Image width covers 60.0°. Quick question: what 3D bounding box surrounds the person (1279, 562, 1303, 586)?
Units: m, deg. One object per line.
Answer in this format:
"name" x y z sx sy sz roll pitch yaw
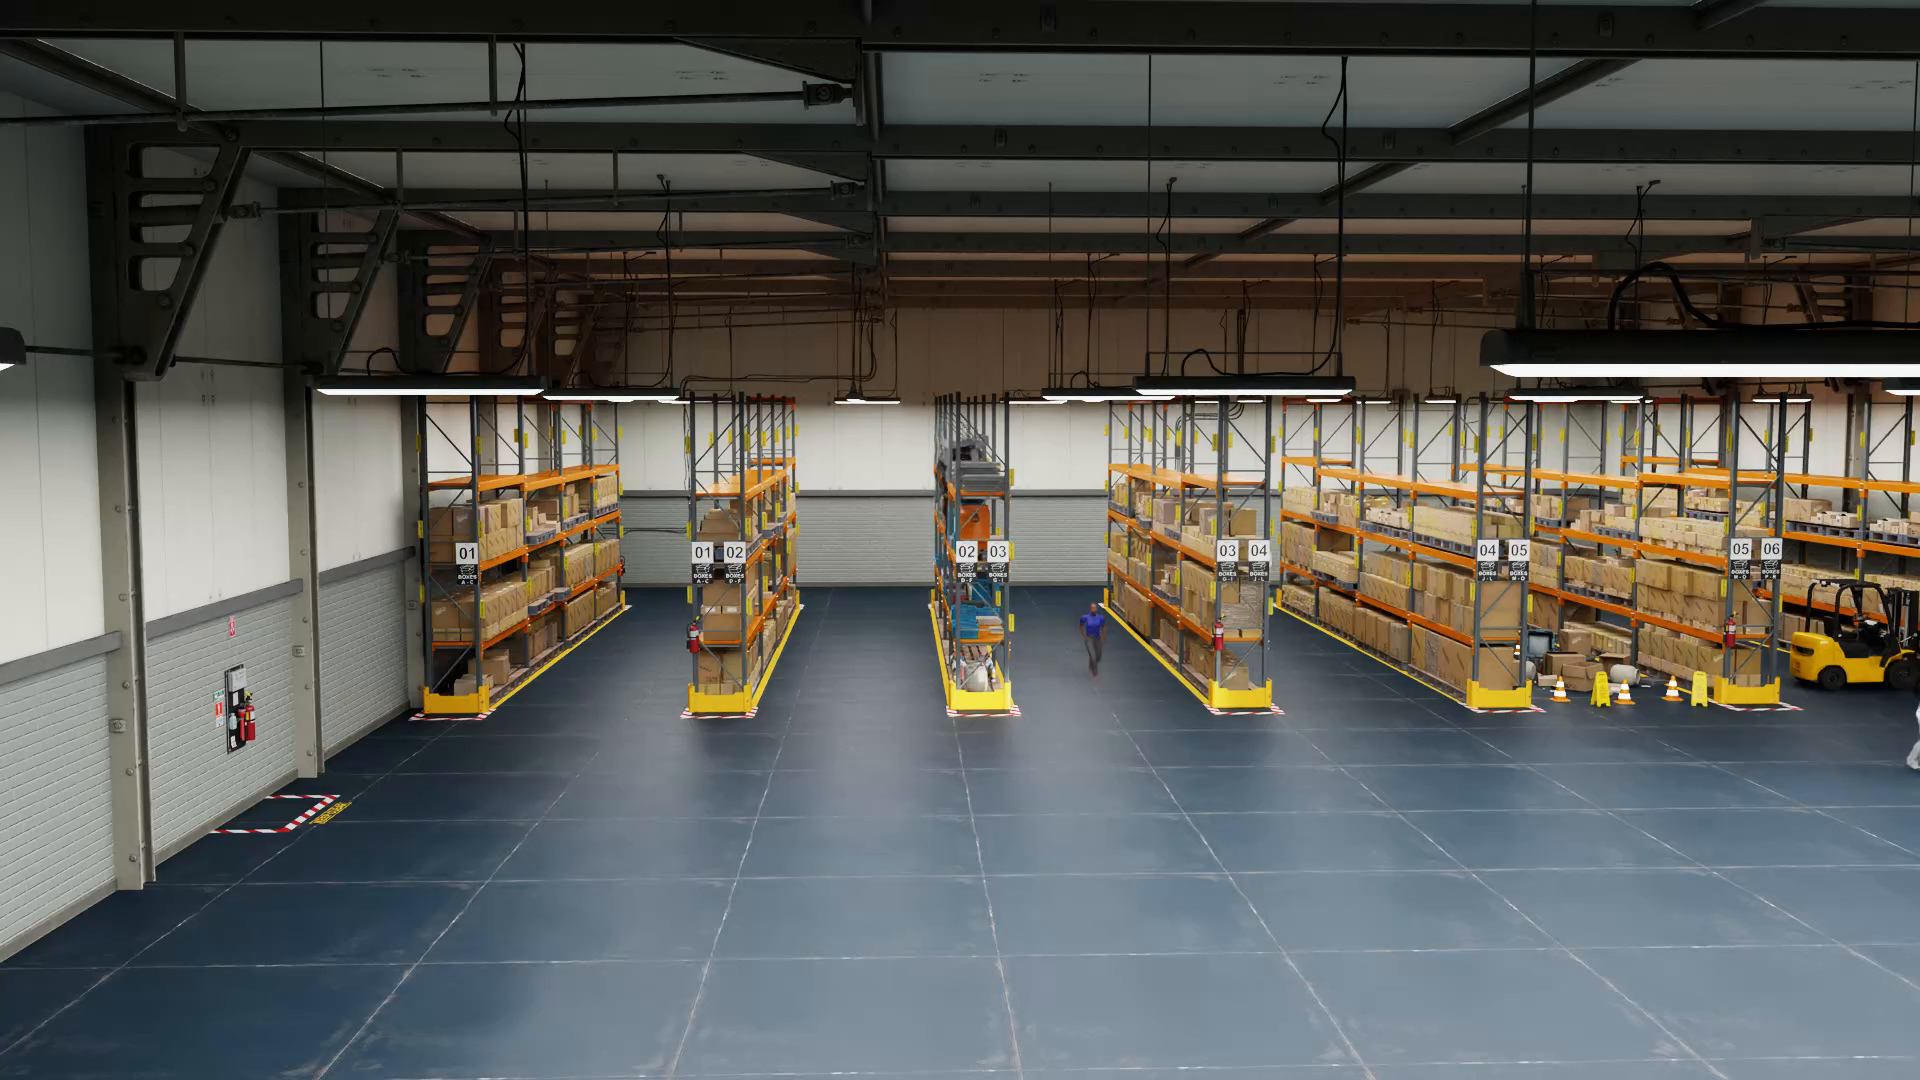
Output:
"person" 9.853 0.893 49.213 1.007 1.765 0.709 -3 5 -29

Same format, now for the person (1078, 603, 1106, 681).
"person" 2.782 2.124 35.047 0.598 1.626 0.671 -1 5 -8

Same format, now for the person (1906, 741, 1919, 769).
"person" 15.181 2.772 25.867 0.733 1.749 0.804 -3 6 -36

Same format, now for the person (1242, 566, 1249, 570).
"person" 8.194 1.005 48.124 0.862 1.718 0.775 -4 6 -39
